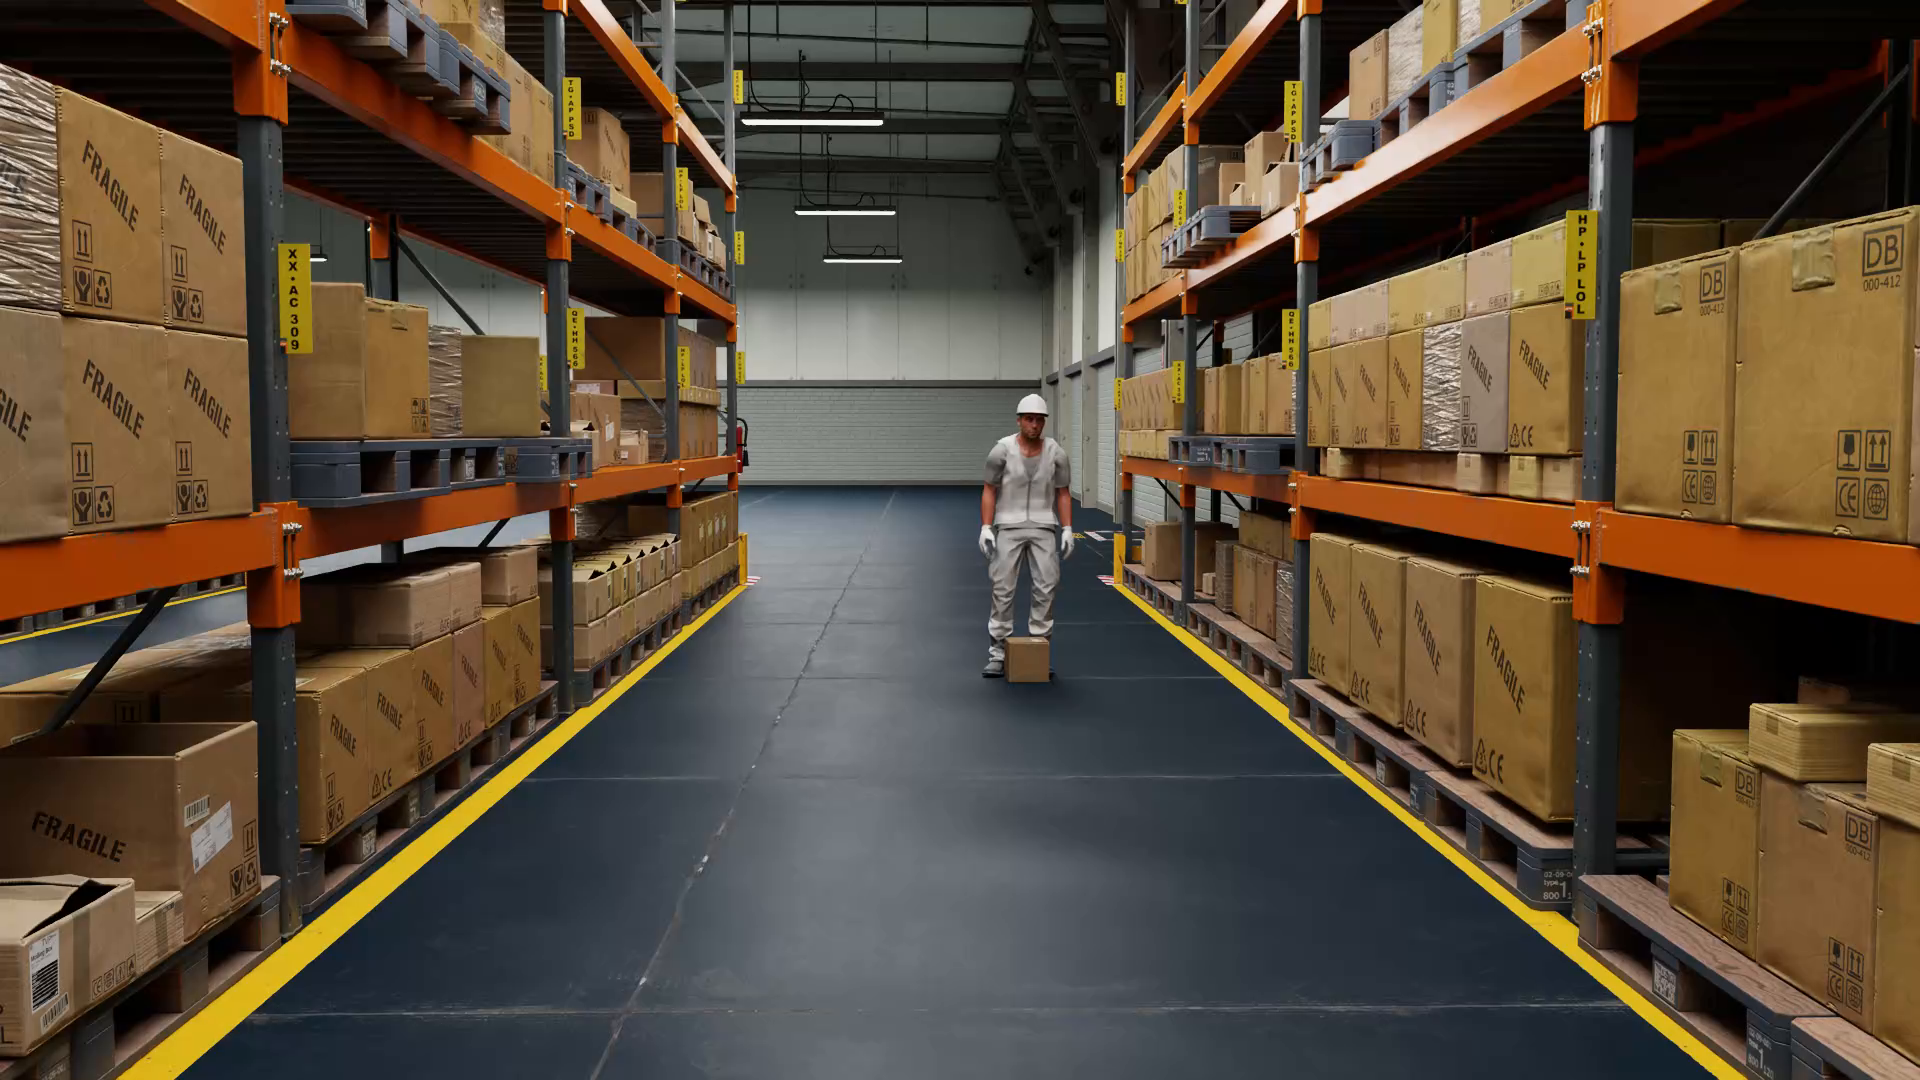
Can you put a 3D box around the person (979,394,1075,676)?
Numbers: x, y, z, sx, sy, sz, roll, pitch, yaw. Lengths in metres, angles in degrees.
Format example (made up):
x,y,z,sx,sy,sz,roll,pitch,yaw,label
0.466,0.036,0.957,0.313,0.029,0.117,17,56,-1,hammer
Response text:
x,y,z,sx,sy,sz,roll,pitch,yaw,label
0.426,-0.031,10.537,0.618,1.779,0.451,0,4,-5,person
